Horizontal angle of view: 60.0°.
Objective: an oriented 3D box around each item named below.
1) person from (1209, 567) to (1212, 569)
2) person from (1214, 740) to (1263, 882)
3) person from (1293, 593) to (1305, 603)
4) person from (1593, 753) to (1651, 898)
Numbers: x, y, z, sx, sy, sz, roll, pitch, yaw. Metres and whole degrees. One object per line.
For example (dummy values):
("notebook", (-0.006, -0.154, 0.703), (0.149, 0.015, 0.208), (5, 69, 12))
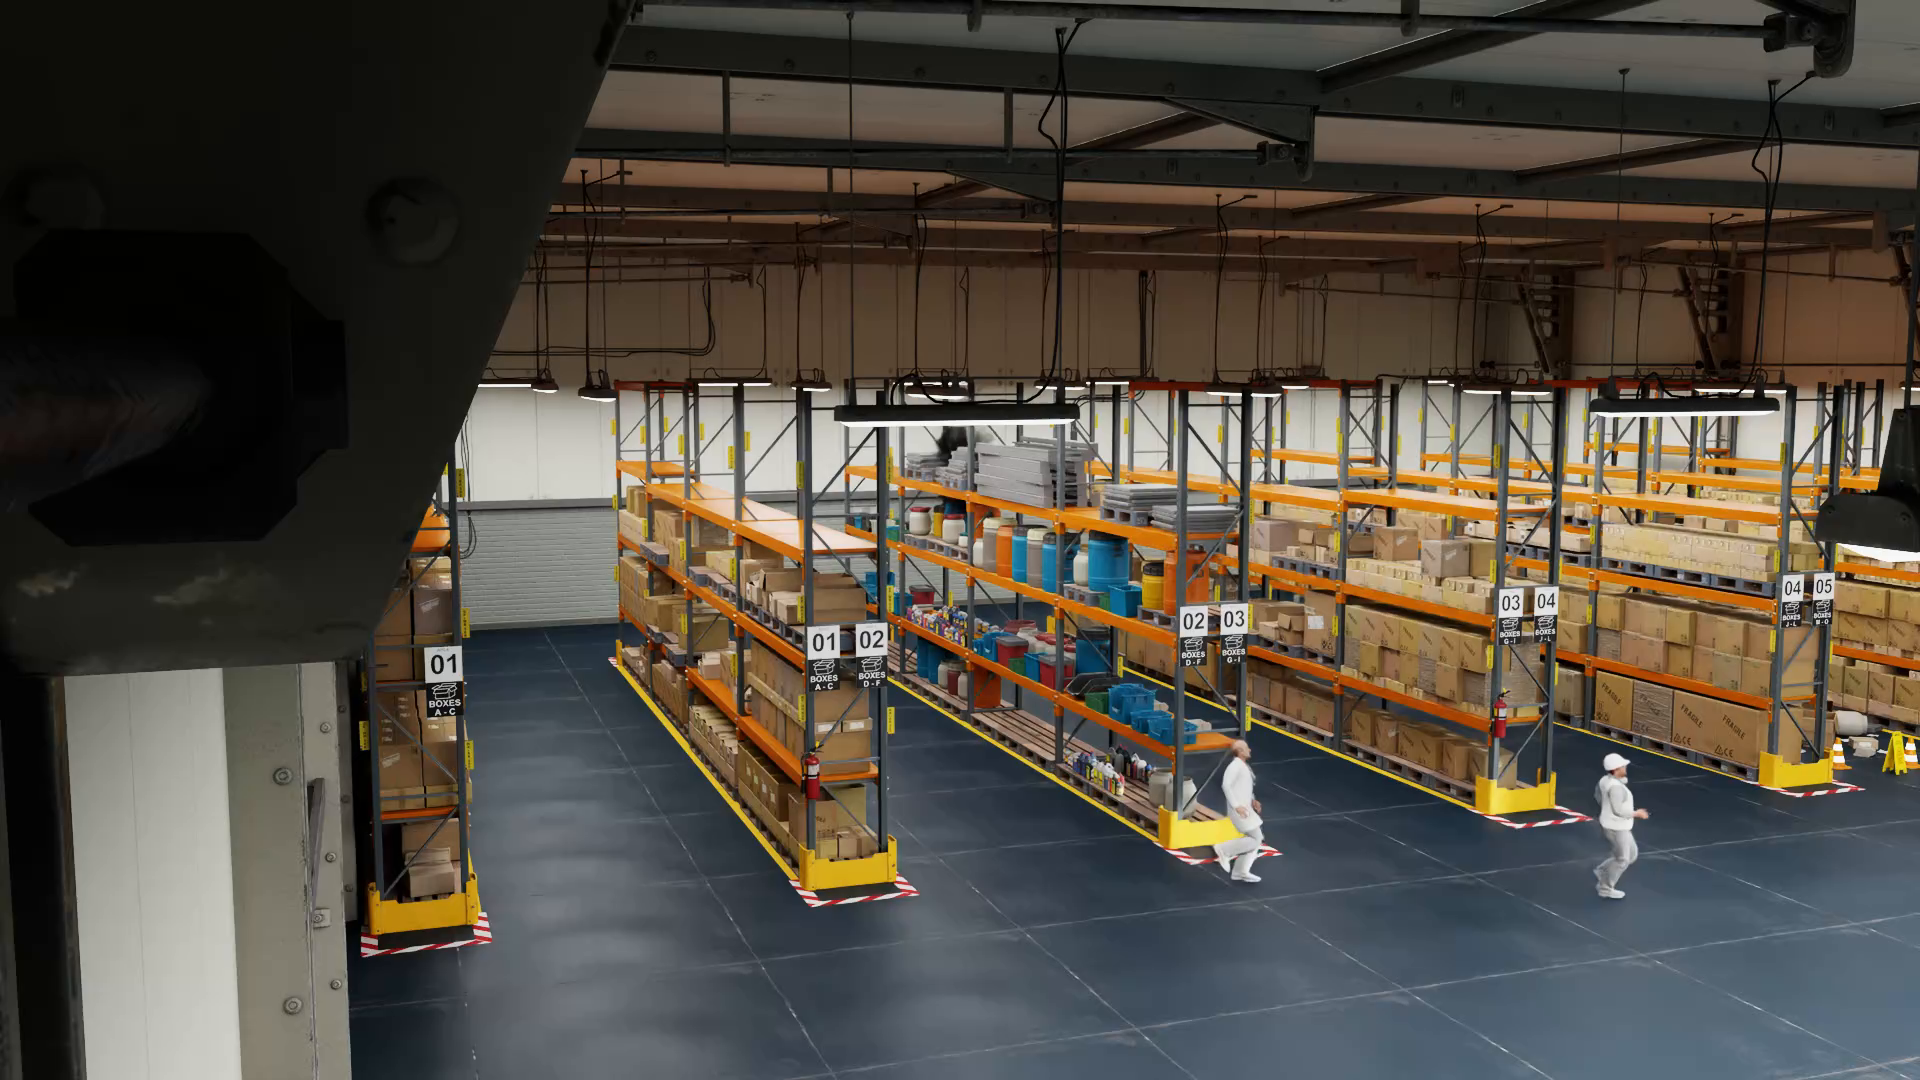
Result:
("person", (5.801, 1.417, 39.117), (0.601, 1.555, 0.839), (0, 6, -2))
("person", (3.460, 3.317, 20.528), (0.592, 1.694, 0.753), (2, 6, 15))
("person", (8.605, 0.983, 42.064), (0.986, 1.768, 0.701), (-2, 6, -21))
("person", (7.846, 3.381, 19.704), (0.578, 1.726, 0.650), (1, 6, 12))
